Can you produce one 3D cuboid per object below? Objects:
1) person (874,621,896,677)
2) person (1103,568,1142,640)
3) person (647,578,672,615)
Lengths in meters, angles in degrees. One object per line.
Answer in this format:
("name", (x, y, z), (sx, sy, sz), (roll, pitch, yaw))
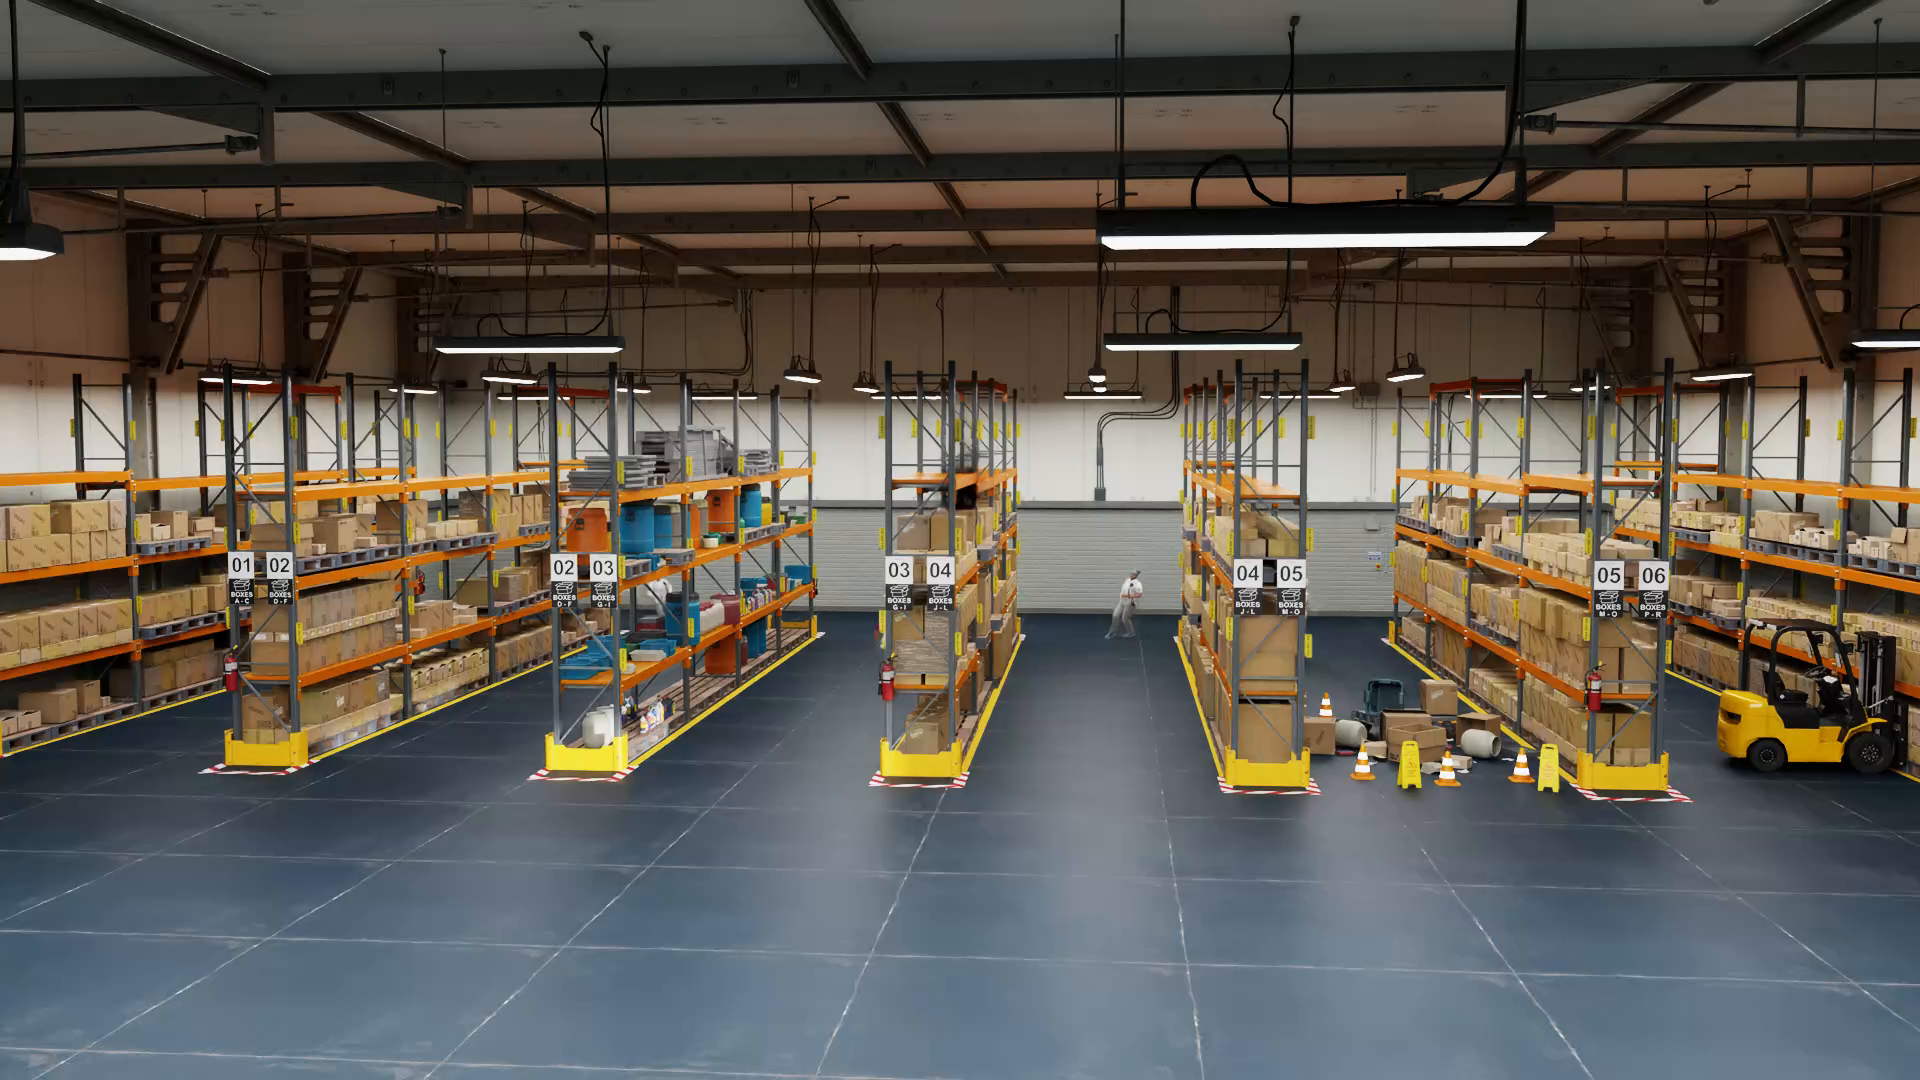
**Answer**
("person", (-1.268, 2.054, 31.384), (0.722, 1.757, 0.835), (0, 4, -2))
("person", (3.942, 1.534, 39.792), (0.752, 1.749, 0.795), (-2, 4, -33))
("person", (-7.247, 1.524, 40.161), (0.620, 1.696, 0.829), (-1, 4, -15))
